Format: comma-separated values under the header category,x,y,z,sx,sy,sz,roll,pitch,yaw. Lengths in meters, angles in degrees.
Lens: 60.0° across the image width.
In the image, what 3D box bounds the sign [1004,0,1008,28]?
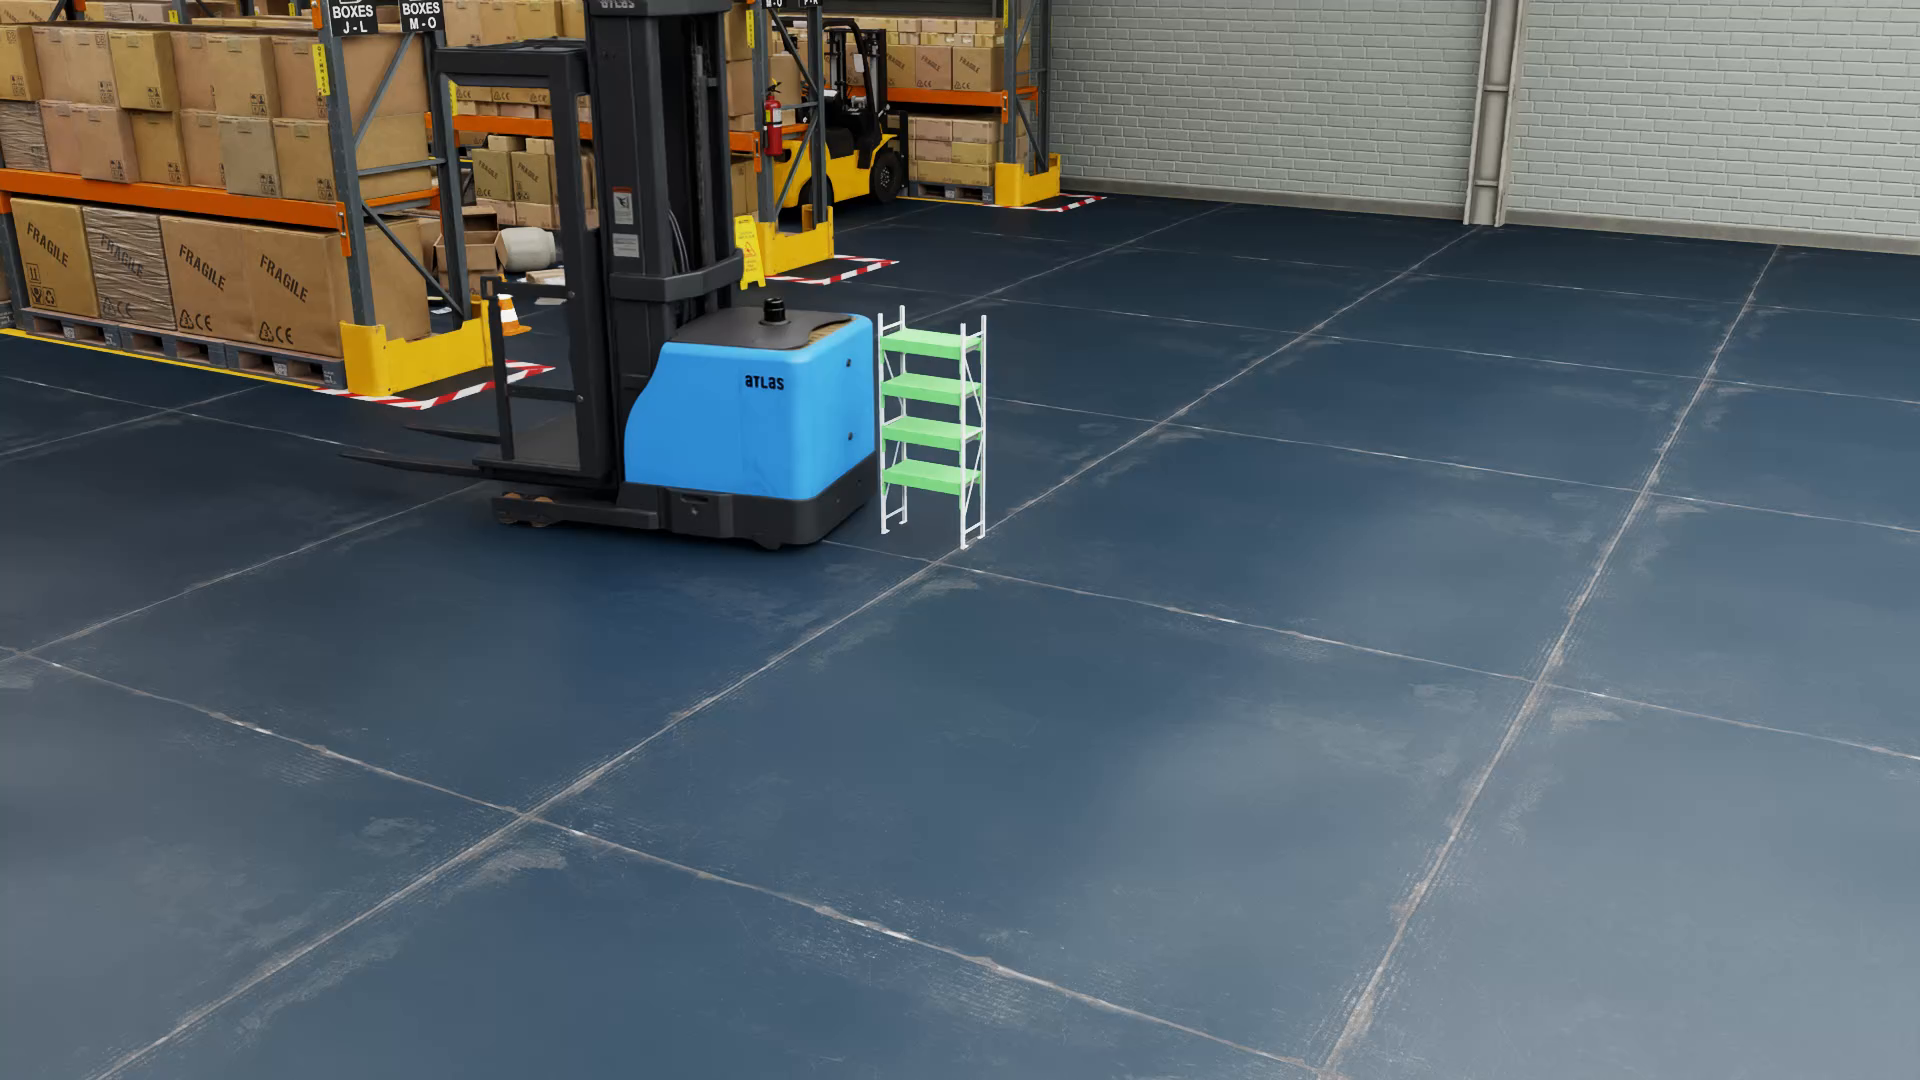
category,x,y,z,sx,sy,sz,roll,pitch,yaw
sign,0.531,-6.071,19.156,0.005,0.325,0.100,11,23,27

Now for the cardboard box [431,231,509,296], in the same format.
category,x,y,z,sx,sy,sz,roll,pitch,yaw
cardboard box,-4.378,-2.461,14.911,0.637,0.503,0.797,-4,20,-10

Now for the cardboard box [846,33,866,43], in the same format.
category,x,y,z,sx,sy,sz,roll,pitch,yaw
cardboard box,-1.194,-6.197,20.452,0.250,0.149,0.380,10,22,26

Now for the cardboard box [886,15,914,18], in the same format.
category,x,y,z,sx,sy,sz,roll,pitch,yaw
cardboard box,-0.717,-6.451,20.716,0.250,0.149,0.380,11,23,28

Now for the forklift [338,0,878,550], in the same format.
category,x,y,z,sx,sy,sz,roll,pitch,yaw
forklift,-2.039,-1.607,8.998,3.031,2.935,1.130,6,21,17

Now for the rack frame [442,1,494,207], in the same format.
category,x,y,z,sx,sy,sz,roll,pitch,yaw
rack frame,-5.102,-4.761,17.591,0.127,3.000,1.000,11,23,27

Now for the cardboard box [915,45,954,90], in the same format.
category,x,y,z,sx,sy,sz,roll,pitch,yaw
cardboard box,-0.198,-5.714,20.072,0.500,0.500,0.500,12,23,29

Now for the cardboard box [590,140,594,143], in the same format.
category,x,y,z,sx,sy,sz,roll,pitch,yaw
cardboard box,-5.064,-5.772,23.244,0.625,0.625,0.875,12,23,29

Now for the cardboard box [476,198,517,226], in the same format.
category,x,y,z,sx,sy,sz,roll,pitch,yaw
cardboard box,-4.718,-3.487,17.497,0.500,0.250,0.500,10,22,25

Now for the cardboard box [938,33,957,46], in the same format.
category,x,y,z,sx,sy,sz,roll,pitch,yaw
cardboard box,-0.066,-5.995,19.896,0.250,0.149,0.380,11,23,28

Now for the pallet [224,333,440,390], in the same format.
category,x,y,z,sx,sy,sz,roll,pitch,yaw
pallet,-4.672,-1.404,12.427,1.213,0.211,1.003,11,23,27

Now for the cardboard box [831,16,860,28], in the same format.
category,x,y,z,sx,sy,sz,roll,pitch,yaw
cardboard box,-1.387,-6.399,20.573,0.250,0.149,0.380,11,23,27

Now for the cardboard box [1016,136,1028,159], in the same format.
category,x,y,z,sx,sy,sz,roll,pitch,yaw
cardboard box,0.499,-4.854,20.531,0.500,0.250,0.500,11,23,28

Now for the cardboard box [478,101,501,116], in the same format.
category,x,y,z,sx,sy,sz,roll,pitch,yaw
cardboard box,-4.737,-4.469,17.153,0.250,0.149,0.380,12,23,29

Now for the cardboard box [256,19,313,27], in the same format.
category,x,y,z,sx,sy,sz,roll,pitch,yaw
cardboard box,-7.388,-5.496,18.419,0.500,0.500,0.500,11,23,28

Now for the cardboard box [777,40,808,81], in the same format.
category,x,y,z,sx,sy,sz,roll,pitch,yaw
cardboard box,-1.961,-6.053,21.007,0.500,0.500,0.500,11,23,28

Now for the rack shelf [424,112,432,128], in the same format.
category,x,y,z,sx,sy,sz,roll,pitch,yaw
rack shelf,-6.848,-4.755,18.631,4.000,0.370,1.077,11,23,27

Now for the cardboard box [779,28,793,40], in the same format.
category,x,y,z,sx,sy,sz,roll,pitch,yaw
cardboard box,-2.066,-6.382,20.963,0.250,0.149,0.380,11,23,27

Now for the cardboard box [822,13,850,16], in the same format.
category,x,y,z,sx,sy,sz,roll,pitch,yaw
cardboard box,-1.573,-6.651,21.267,0.250,0.149,0.380,10,22,26

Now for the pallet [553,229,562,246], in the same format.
category,x,y,z,sx,sy,sz,roll,pitch,yaw
pallet,-3.429,-3.146,17.230,1.213,0.211,1.003,11,23,27

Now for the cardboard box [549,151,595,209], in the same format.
category,x,y,z,sx,sy,sz,roll,pitch,yaw
cardboard box,-3.793,-3.668,16.894,0.500,0.500,0.500,12,23,30

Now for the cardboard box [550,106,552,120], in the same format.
category,x,y,z,sx,sy,sz,roll,pitch,yaw
cardboard box,-3.871,-4.280,16.632,0.250,0.149,0.380,11,23,28

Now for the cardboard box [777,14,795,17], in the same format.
category,x,y,z,sx,sy,sz,roll,pitch,yaw
cardboard box,-2.269,-6.578,21.067,0.250,0.149,0.380,11,23,28

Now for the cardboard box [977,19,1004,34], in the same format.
category,x,y,z,sx,sy,sz,roll,pitch,yaw
cardboard box,0.392,-6.063,19.646,0.250,0.149,0.380,11,23,27

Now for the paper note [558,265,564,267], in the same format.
category,x,y,z,sx,sy,sz,roll,pitch,yaw
paper note,-3.831,-2.680,16.209,0.148,0.019,0.142,3,20,9

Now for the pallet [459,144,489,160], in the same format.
category,x,y,z,sx,sy,sz,roll,pitch,yaw
pallet,-6.810,-5.729,24.349,1.213,0.211,1.003,11,23,27

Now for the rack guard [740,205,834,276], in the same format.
category,x,y,z,sx,sy,sz,roll,pitch,yaw
rack guard,-1.676,-2.933,16.219,0.348,0.500,1.175,11,23,27

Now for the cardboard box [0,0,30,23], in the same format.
category,x,y,z,sx,sy,sz,roll,pitch,yaw
cardboard box,-11.384,-6.373,20.423,0.500,0.500,0.500,11,22,27

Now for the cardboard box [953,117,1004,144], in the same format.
category,x,y,z,sx,sy,sz,roll,pitch,yaw
cardboard box,0.254,-4.933,20.015,0.500,0.250,0.500,12,23,29

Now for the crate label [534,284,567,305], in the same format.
category,x,y,z,sx,sy,sz,roll,pitch,yaw
crate label,-3.575,-2.163,14.627,0.298,0.136,0.250,0,20,-1

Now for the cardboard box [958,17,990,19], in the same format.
category,x,y,z,sx,sy,sz,roll,pitch,yaw
cardboard box,0.170,-6.279,20.241,0.250,0.149,0.380,11,23,28

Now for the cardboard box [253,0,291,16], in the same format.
category,x,y,z,sx,sy,sz,roll,pitch,yaw
cardboard box,-10.839,-8.318,26.082,0.500,0.500,0.500,10,22,26

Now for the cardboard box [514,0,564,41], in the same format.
category,x,y,z,sx,sy,sz,roll,pitch,yaw
cardboard box,-3.963,-5.097,16.469,0.500,0.500,0.700,10,22,26

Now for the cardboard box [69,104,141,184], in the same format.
category,x,y,z,sx,sy,sz,roll,pitch,yaw
cardboard box,-6.194,-3.074,12.720,0.550,0.550,0.875,11,23,27

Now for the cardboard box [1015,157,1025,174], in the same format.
category,x,y,z,sx,sy,sz,roll,pitch,yaw
cardboard box,0.475,-4.619,20.616,0.500,0.250,0.500,11,23,28

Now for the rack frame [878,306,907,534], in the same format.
category,x,y,z,sx,sy,sz,roll,pitch,yaw
rack frame,-0.358,-0.632,8.848,0.015,1.200,0.240,11,23,27

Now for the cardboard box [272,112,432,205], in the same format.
category,x,y,z,sx,sy,sz,roll,pitch,yaw
cardboard box,-4.281,-2.724,11.756,0.550,0.550,0.875,11,23,27

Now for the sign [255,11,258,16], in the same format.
category,x,y,z,sx,sy,sz,roll,pitch,yaw
sign,-8.337,-6.096,19.691,0.005,0.325,0.100,11,23,27

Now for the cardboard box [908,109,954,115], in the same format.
category,x,y,z,sx,sy,sz,roll,pitch,yaw
cardboard box,-0.389,-5.254,20.900,0.500,0.250,0.500,11,22,27

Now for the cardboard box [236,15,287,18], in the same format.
category,x,y,z,sx,sy,sz,roll,pitch,yaw
cardboard box,-8.061,-5.818,19.306,0.500,0.500,0.500,10,22,26

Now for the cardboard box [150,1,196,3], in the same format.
category,x,y,z,sx,sy,sz,roll,pitch,yaw
cardboard box,-9.343,-6.178,19.884,0.500,0.500,0.500,11,23,28

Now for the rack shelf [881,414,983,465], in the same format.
category,x,y,z,sx,sy,sz,roll,pitch,yaw
rack shelf,-0.145,-0.532,8.758,0.480,0.148,0.258,11,23,27

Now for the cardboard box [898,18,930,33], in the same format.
category,x,y,z,sx,sy,sz,roll,pitch,yaw
cardboard box,-0.542,-6.204,20.035,0.250,0.149,0.380,11,23,29

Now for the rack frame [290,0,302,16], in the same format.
category,x,y,z,sx,sy,sz,roll,pitch,yaw
rack frame,-9.668,-7.570,25.334,0.127,3.000,1.000,11,23,27

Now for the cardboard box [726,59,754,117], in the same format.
category,x,y,z,sx,sy,sz,roll,pitch,yaw
cardboard box,-2.218,-4.291,15.713,0.500,0.500,0.500,10,22,26

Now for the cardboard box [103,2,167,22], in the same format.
category,x,y,z,sx,sy,sz,roll,pitch,yaw
cardboard box,-9.625,-6.034,19.489,0.500,0.500,0.500,11,23,28

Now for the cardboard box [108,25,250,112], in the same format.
category,x,y,z,sx,sy,sz,roll,pitch,yaw
cardboard box,-5.714,-3.504,12.322,0.500,0.550,0.875,11,23,27

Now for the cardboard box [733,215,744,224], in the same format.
category,x,y,z,sx,sy,sz,roll,pitch,yaw
cardboard box,-2.467,-3.059,16.316,0.500,0.250,0.500,11,23,27

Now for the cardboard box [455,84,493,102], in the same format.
category,x,y,z,sx,sy,sz,roll,pitch,yaw
cardboard box,-4.853,-4.792,17.093,0.500,0.500,0.500,11,23,27

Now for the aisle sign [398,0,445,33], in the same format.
category,x,y,z,sx,sy,sz,roll,pitch,yaw
aisle sign,-3.727,-3.905,11.419,0.004,0.787,0.394,11,23,27

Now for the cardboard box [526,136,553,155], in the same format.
category,x,y,z,sx,sy,sz,roll,pitch,yaw
cardboard box,-4.189,-4.021,16.917,0.250,0.149,0.380,12,23,29

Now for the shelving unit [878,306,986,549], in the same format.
category,x,y,z,sx,sy,sz,roll,pitch,yaw
shelving unit,-0.145,-0.592,8.736,0.503,1.200,0.258,11,23,27

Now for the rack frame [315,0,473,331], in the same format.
category,x,y,z,sx,sy,sz,roll,pitch,yaw
rack frame,-3.935,-2.605,11.649,0.127,3.000,1.000,11,23,27

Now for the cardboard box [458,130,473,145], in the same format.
category,x,y,z,sx,sy,sz,roll,pitch,yaw
cardboard box,-7.082,-6.020,24.111,0.500,0.500,0.500,10,22,26

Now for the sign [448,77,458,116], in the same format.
category,x,y,z,sx,sy,sz,roll,pitch,yaw
sign,-3.659,-3.214,11.940,0.005,0.325,0.100,11,23,27

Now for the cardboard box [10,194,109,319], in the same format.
category,x,y,z,sx,sy,sz,roll,pitch,yaw
cardboard box,-6.912,-2.344,13.428,0.875,0.875,0.875,11,23,28

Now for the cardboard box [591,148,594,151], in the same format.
category,x,y,z,sx,sy,sz,roll,pitch,yaw
cardboard box,-3.563,-3.831,17.345,0.500,0.500,0.500,12,23,30
